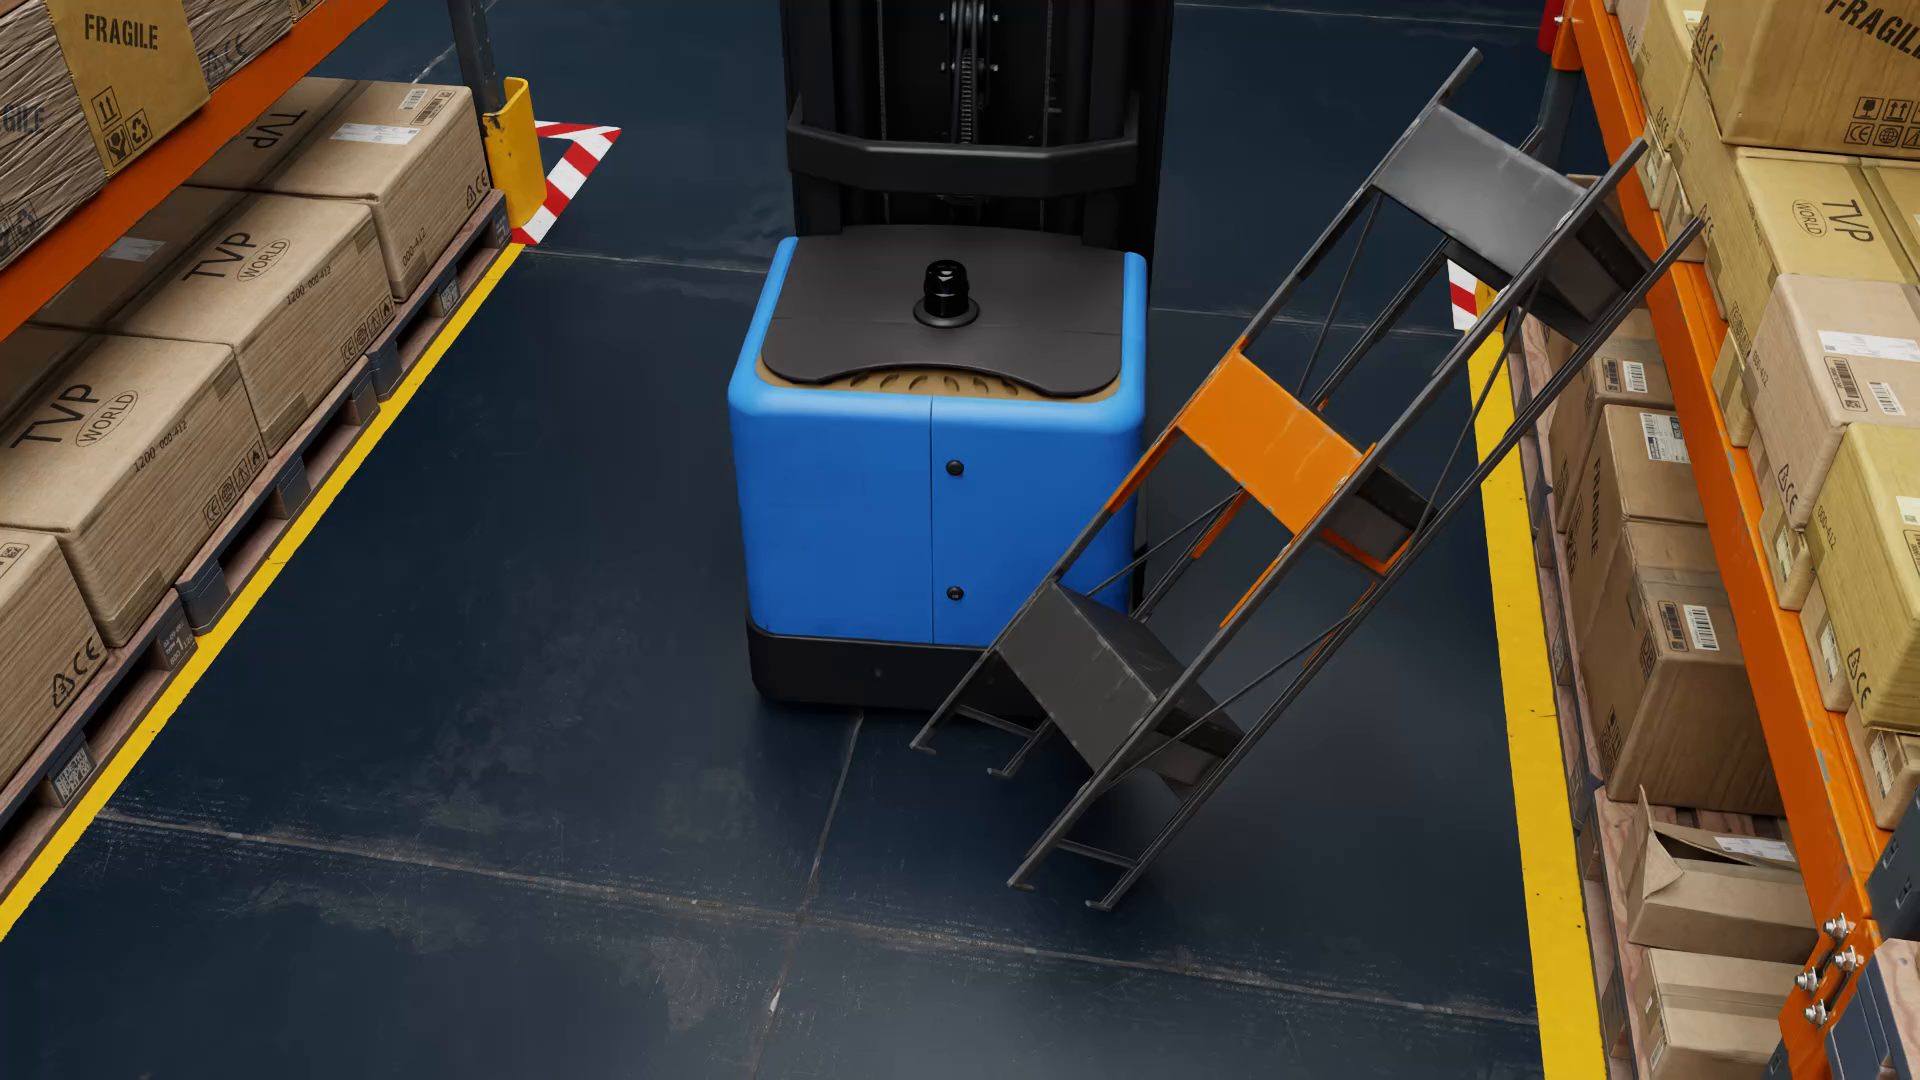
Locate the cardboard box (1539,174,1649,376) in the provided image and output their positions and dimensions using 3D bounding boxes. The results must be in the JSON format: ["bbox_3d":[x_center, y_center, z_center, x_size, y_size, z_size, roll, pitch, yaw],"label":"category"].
[{"bbox_3d":[2.355,-0.855,5.560,0.797,0.503,0.637,5,40,6],"label":"cardboard box"}]

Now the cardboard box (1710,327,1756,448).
[{"bbox_3d":[1.802,-0.306,3.464,0.380,0.149,0.250,6,40,7],"label":"cardboard box"}]

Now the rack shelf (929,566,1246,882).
[{"bbox_3d":[0.323,0.458,4.055,0.431,0.518,0.480,25,18,-45],"label":"rack shelf"}]

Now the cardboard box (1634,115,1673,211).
[{"bbox_3d":[1.955,-0.953,4.246,0.380,0.149,0.250,5,40,6],"label":"cardboard box"}]

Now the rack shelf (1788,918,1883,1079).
[{"bbox_3d":[1.516,2.014,1.025,1.077,0.370,4.000,6,40,8],"label":"rack shelf"}]

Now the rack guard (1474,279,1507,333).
[{"bbox_3d":[2.541,-1.018,6.089,1.175,0.500,0.348,6,40,8],"label":"rack guard"}]

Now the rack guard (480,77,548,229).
[{"bbox_3d":[-2.331,-1.626,6.824,1.175,0.500,0.348,6,40,8],"label":"rack guard"}]

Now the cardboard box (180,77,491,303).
[{"bbox_3d":[-2.351,-1.323,6.177,0.875,0.438,0.875,5,40,6],"label":"cardboard box"}]

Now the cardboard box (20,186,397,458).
[{"bbox_3d":[-2.501,-0.748,5.481,0.875,0.438,0.875,7,40,9],"label":"cardboard box"}]

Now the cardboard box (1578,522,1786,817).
[{"bbox_3d":[1.989,0.330,4.129,0.700,0.500,0.500,5,40,6],"label":"cardboard box"}]

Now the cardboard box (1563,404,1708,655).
[{"bbox_3d":[1.979,-0.001,4.529,0.500,0.500,0.500,7,40,8],"label":"cardboard box"}]

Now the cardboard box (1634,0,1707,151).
[{"bbox_3d":[2.039,-1.196,4.226,0.500,0.250,0.500,6,40,7],"label":"cardboard box"}]

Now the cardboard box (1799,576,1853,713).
[{"bbox_3d":[1.692,0.185,2.870,0.380,0.149,0.250,7,40,9],"label":"cardboard box"}]

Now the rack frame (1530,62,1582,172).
[{"bbox_3d":[2.554,-2.029,5.350,1.000,3.000,0.127,6,40,8],"label":"rack frame"}]

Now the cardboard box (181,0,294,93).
[{"bbox_3d":[-2.339,-1.643,4.805,0.500,0.500,0.500,7,40,9],"label":"cardboard box"}]

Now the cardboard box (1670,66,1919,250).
[{"bbox_3d":[1.971,-0.872,3.835,0.500,0.250,0.500,5,40,7],"label":"cardboard box"}]

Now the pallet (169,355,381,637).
[{"bbox_3d":[-2.610,-0.225,5.357,1.003,0.211,1.213,6,40,8],"label":"pallet"}]

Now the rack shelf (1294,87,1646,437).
[{"bbox_3d":[1.169,-0.615,3.752,0.431,0.518,0.480,25,18,-45],"label":"rack shelf"}]

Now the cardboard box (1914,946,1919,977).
[{"bbox_3d":[1.558,0.560,1.811,0.700,0.500,0.500,7,40,9],"label":"cardboard box"}]

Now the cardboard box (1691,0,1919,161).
[{"bbox_3d":[1.951,-1.178,3.617,0.500,0.500,0.500,7,40,9],"label":"cardboard box"}]

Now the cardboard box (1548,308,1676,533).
[{"bbox_3d":[2.169,-0.322,4.917,0.700,0.500,0.500,8,40,9],"label":"cardboard box"}]

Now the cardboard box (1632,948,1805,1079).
[{"bbox_3d":[1.669,1.036,3.550,0.380,0.149,0.250,5,40,6],"label":"cardboard box"}]

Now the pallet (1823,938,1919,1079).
[{"bbox_3d":[1.616,1.045,1.783,1.003,0.211,1.213,6,40,8],"label":"pallet"}]

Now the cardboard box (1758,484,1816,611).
[{"bbox_3d":[1.713,0.019,3.070,0.380,0.149,0.250,7,40,9],"label":"cardboard box"}]

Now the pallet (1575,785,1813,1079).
[{"bbox_3d":[1.982,1.125,3.723,1.003,0.211,1.213,6,40,8],"label":"pallet"}]

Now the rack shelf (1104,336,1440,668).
[{"bbox_3d":[0.746,-0.079,3.904,0.431,0.518,0.480,25,18,-45],"label":"rack shelf"}]

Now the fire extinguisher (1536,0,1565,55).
[{"bbox_3d":[2.124,-1.999,5.667,0.296,0.674,0.183,6,40,8],"label":"fire extinguisher"}]

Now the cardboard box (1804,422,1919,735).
[{"bbox_3d":[1.710,0.078,2.686,0.500,0.250,0.500,7,40,9],"label":"cardboard box"}]

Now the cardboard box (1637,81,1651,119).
[{"bbox_3d":[2.113,-1.271,4.630,0.380,0.149,0.250,8,40,9],"label":"cardboard box"}]

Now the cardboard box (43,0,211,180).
[{"bbox_3d":[-2.416,-1.318,4.411,0.500,0.500,0.500,8,40,9],"label":"cardboard box"}]

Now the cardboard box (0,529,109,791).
[{"bbox_3d":[-2.813,0.380,4.118,0.875,0.438,0.875,6,40,7],"label":"cardboard box"}]

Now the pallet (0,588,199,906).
[{"bbox_3d":[-2.819,0.543,4.428,1.003,0.211,1.213,6,40,8],"label":"pallet"}]

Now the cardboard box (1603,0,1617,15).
[{"bbox_3d":[2.227,-1.756,5.217,0.380,0.149,0.250,6,40,7],"label":"cardboard box"}]

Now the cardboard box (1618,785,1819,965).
[{"bbox_3d":[1.731,0.767,3.784,0.396,0.266,0.258,8,40,9],"label":"cardboard box"}]

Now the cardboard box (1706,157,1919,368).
[{"bbox_3d":[1.881,-0.549,3.445,0.500,0.250,0.500,6,40,7],"label":"cardboard box"}]

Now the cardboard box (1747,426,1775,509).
[{"bbox_3d":[1.785,-0.143,3.266,0.380,0.149,0.250,7,40,9],"label":"cardboard box"}]

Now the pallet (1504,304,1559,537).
[{"bbox_3d":[2.404,-0.406,5.576,1.003,0.211,1.213,6,40,8],"label":"pallet"}]

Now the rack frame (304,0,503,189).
[{"bbox_3d":[-2.335,-2.574,6.009,1.000,3.000,0.127,6,40,8],"label":"rack frame"}]

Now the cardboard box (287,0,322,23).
[{"bbox_3d":[-2.260,-1.967,5.197,0.500,0.500,0.500,6,40,7],"label":"cardboard box"}]

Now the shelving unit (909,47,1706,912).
[{"bbox_3d":[0.754,-0.089,3.901,0.431,2.100,0.503,25,18,-45],"label":"shelving unit"}]

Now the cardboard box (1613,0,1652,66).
[{"bbox_3d":[2.123,-1.514,4.612,0.500,0.250,0.500,7,40,8],"label":"cardboard box"}]

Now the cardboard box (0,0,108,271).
[{"bbox_3d":[-2.505,-0.994,4.020,0.500,0.500,0.500,7,40,8],"label":"cardboard box"}]

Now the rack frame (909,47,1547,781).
[{"bbox_3d":[0.638,-0.228,4.064,0.400,2.100,0.015,25,18,-45],"label":"rack frame"}]

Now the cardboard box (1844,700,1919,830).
[{"bbox_3d":[1.668,0.350,2.669,0.380,0.149,0.250,7,40,8],"label":"cardboard box"}]

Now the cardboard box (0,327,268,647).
[{"bbox_3d":[-2.659,-0.182,4.797,0.875,0.438,0.875,5,40,6],"label":"cardboard box"}]

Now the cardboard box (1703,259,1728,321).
[{"bbox_3d":[1.953,-0.616,3.838,0.380,0.149,0.250,6,40,8],"label":"cardboard box"}]

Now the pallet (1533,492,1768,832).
[{"bbox_3d":[2.191,0.357,4.652,1.003,0.211,1.213,6,40,8],"label":"pallet"}]

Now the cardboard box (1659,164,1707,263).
[{"bbox_3d":[1.930,-0.785,4.043,0.380,0.149,0.250,7,40,9],"label":"cardboard box"}]

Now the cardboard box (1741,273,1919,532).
[{"bbox_3d":[1.782,-0.238,3.068,0.500,0.250,0.500,7,40,8],"label":"cardboard box"}]

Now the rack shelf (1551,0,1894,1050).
[{"bbox_3d":[2.208,-0.496,4.061,1.077,0.370,4.000,6,40,8],"label":"rack shelf"}]

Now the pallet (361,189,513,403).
[{"bbox_3d":[-2.397,-0.989,6.280,1.003,0.211,1.213,6,40,8],"label":"pallet"}]

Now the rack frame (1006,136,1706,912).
[{"bbox_3d":[0.871,0.049,3.737,0.400,2.100,0.015,25,18,-45],"label":"rack frame"}]

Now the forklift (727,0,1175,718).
[{"bbox_3d":[0.068,-1.566,4.844,1.130,2.935,3.031,3,40,4],"label":"forklift"}]
